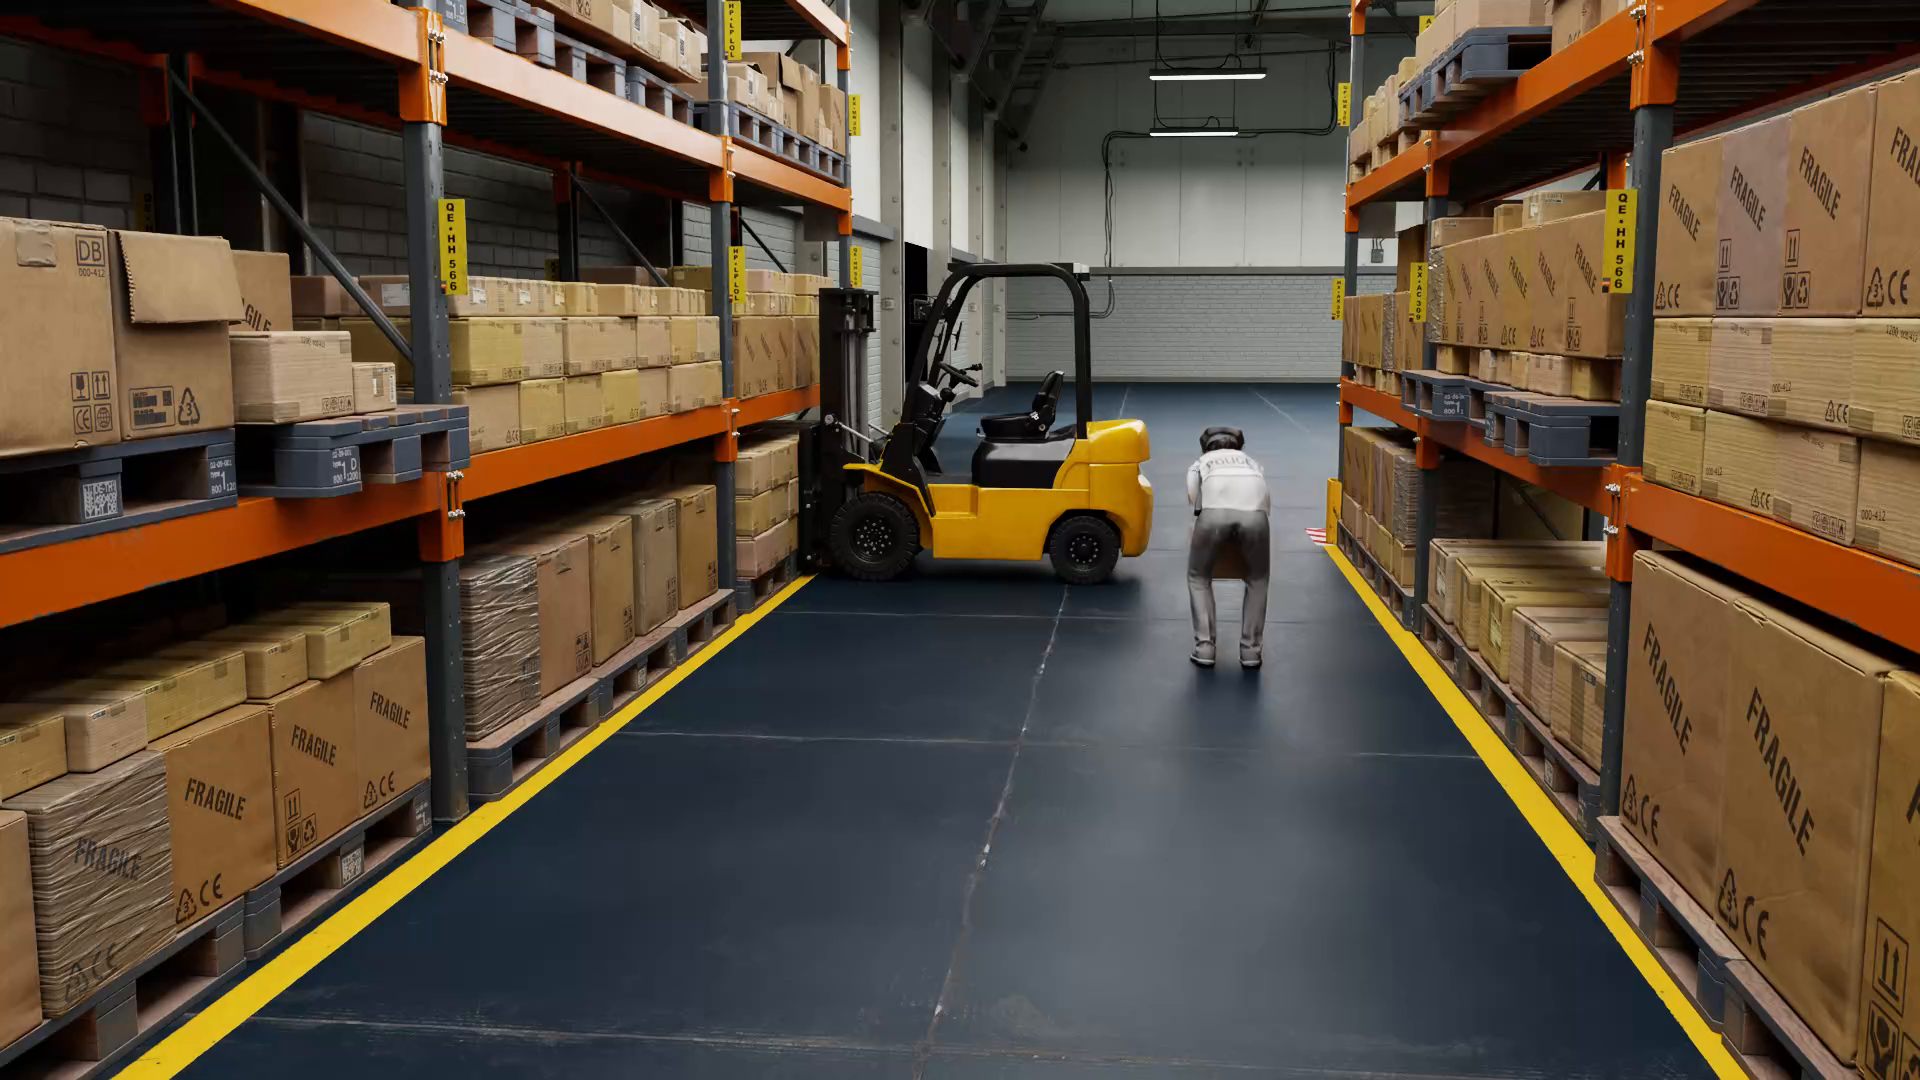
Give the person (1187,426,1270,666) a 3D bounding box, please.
[{"bbox_3d":[1.417,0.020,8.838,0.428,1.215,0.903,1,8,4],"label":"person"}]
